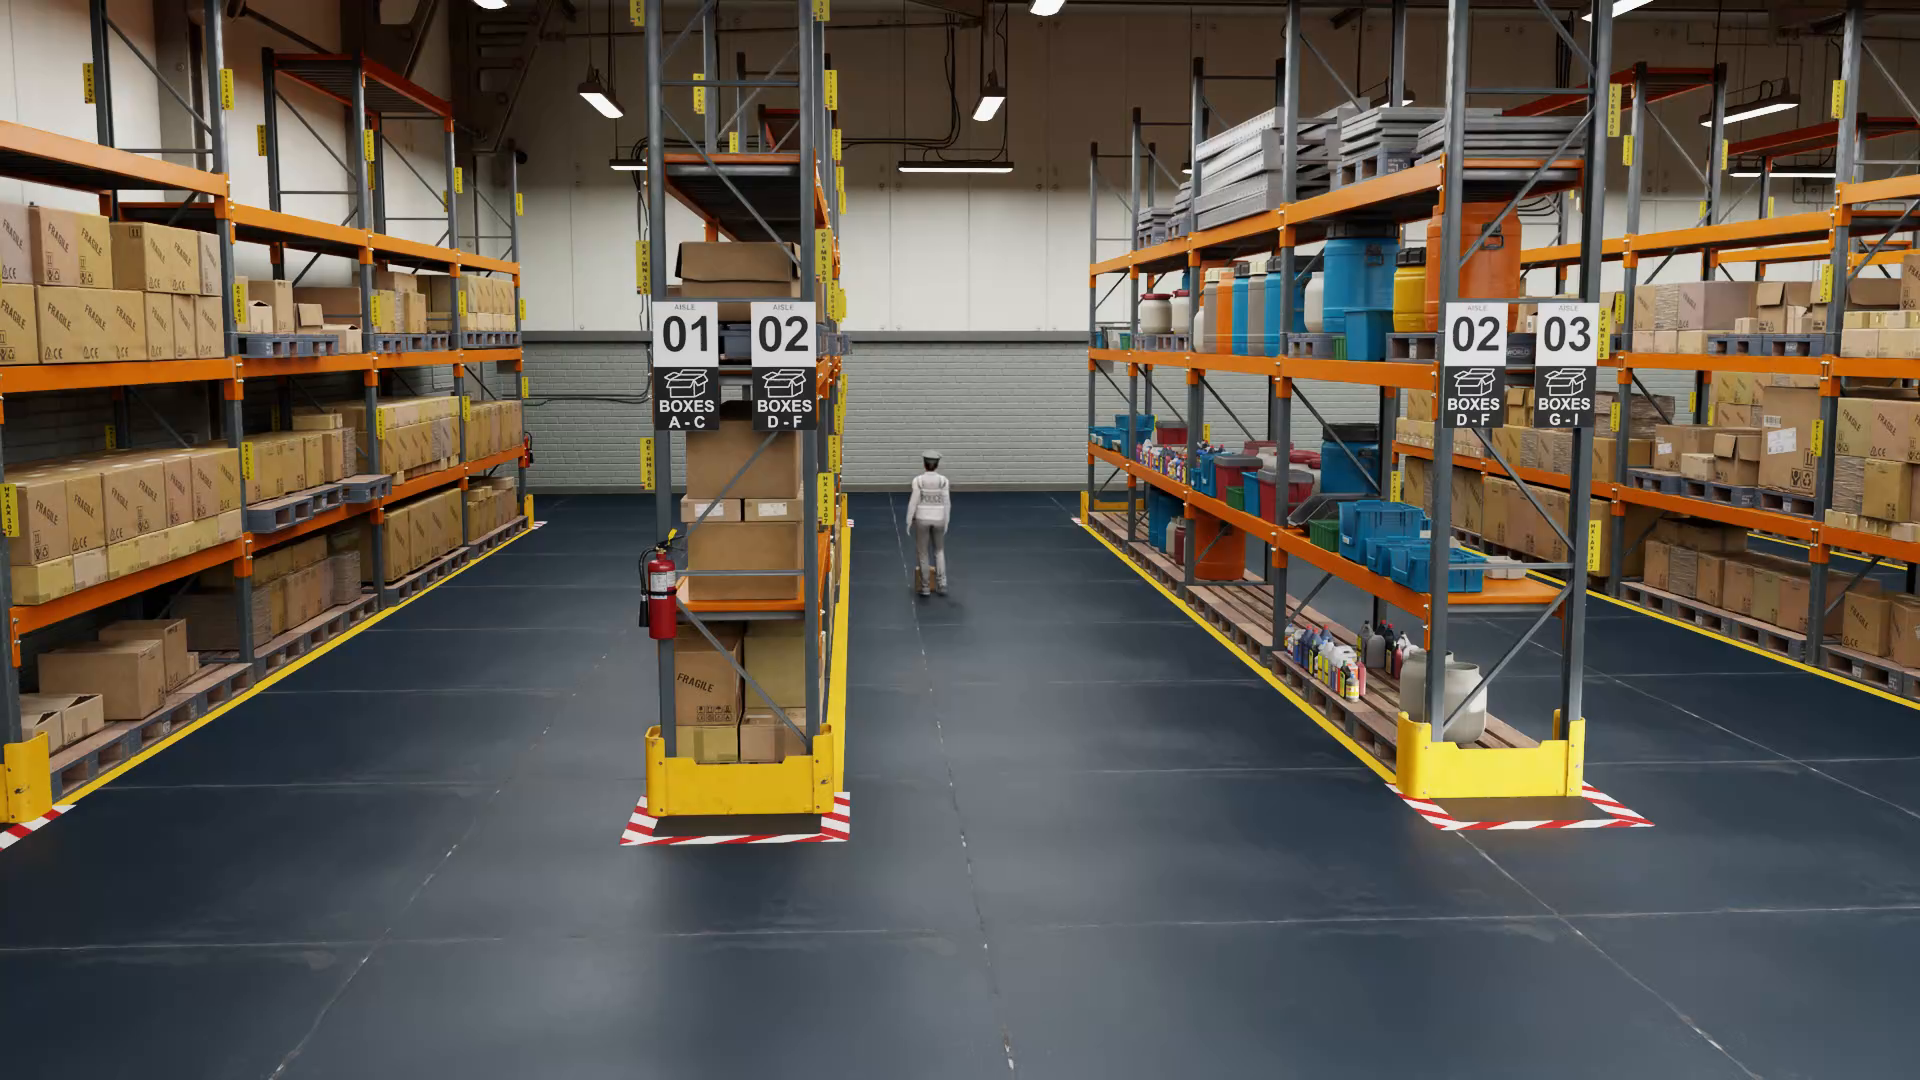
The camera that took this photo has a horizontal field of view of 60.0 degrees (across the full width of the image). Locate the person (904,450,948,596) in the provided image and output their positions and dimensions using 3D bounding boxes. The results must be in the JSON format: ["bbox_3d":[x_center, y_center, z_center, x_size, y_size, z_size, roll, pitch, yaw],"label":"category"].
[{"bbox_3d":[-0.410,-0.211,19.356,0.498,1.669,0.583,-1,7,-8],"label":"person"}]
